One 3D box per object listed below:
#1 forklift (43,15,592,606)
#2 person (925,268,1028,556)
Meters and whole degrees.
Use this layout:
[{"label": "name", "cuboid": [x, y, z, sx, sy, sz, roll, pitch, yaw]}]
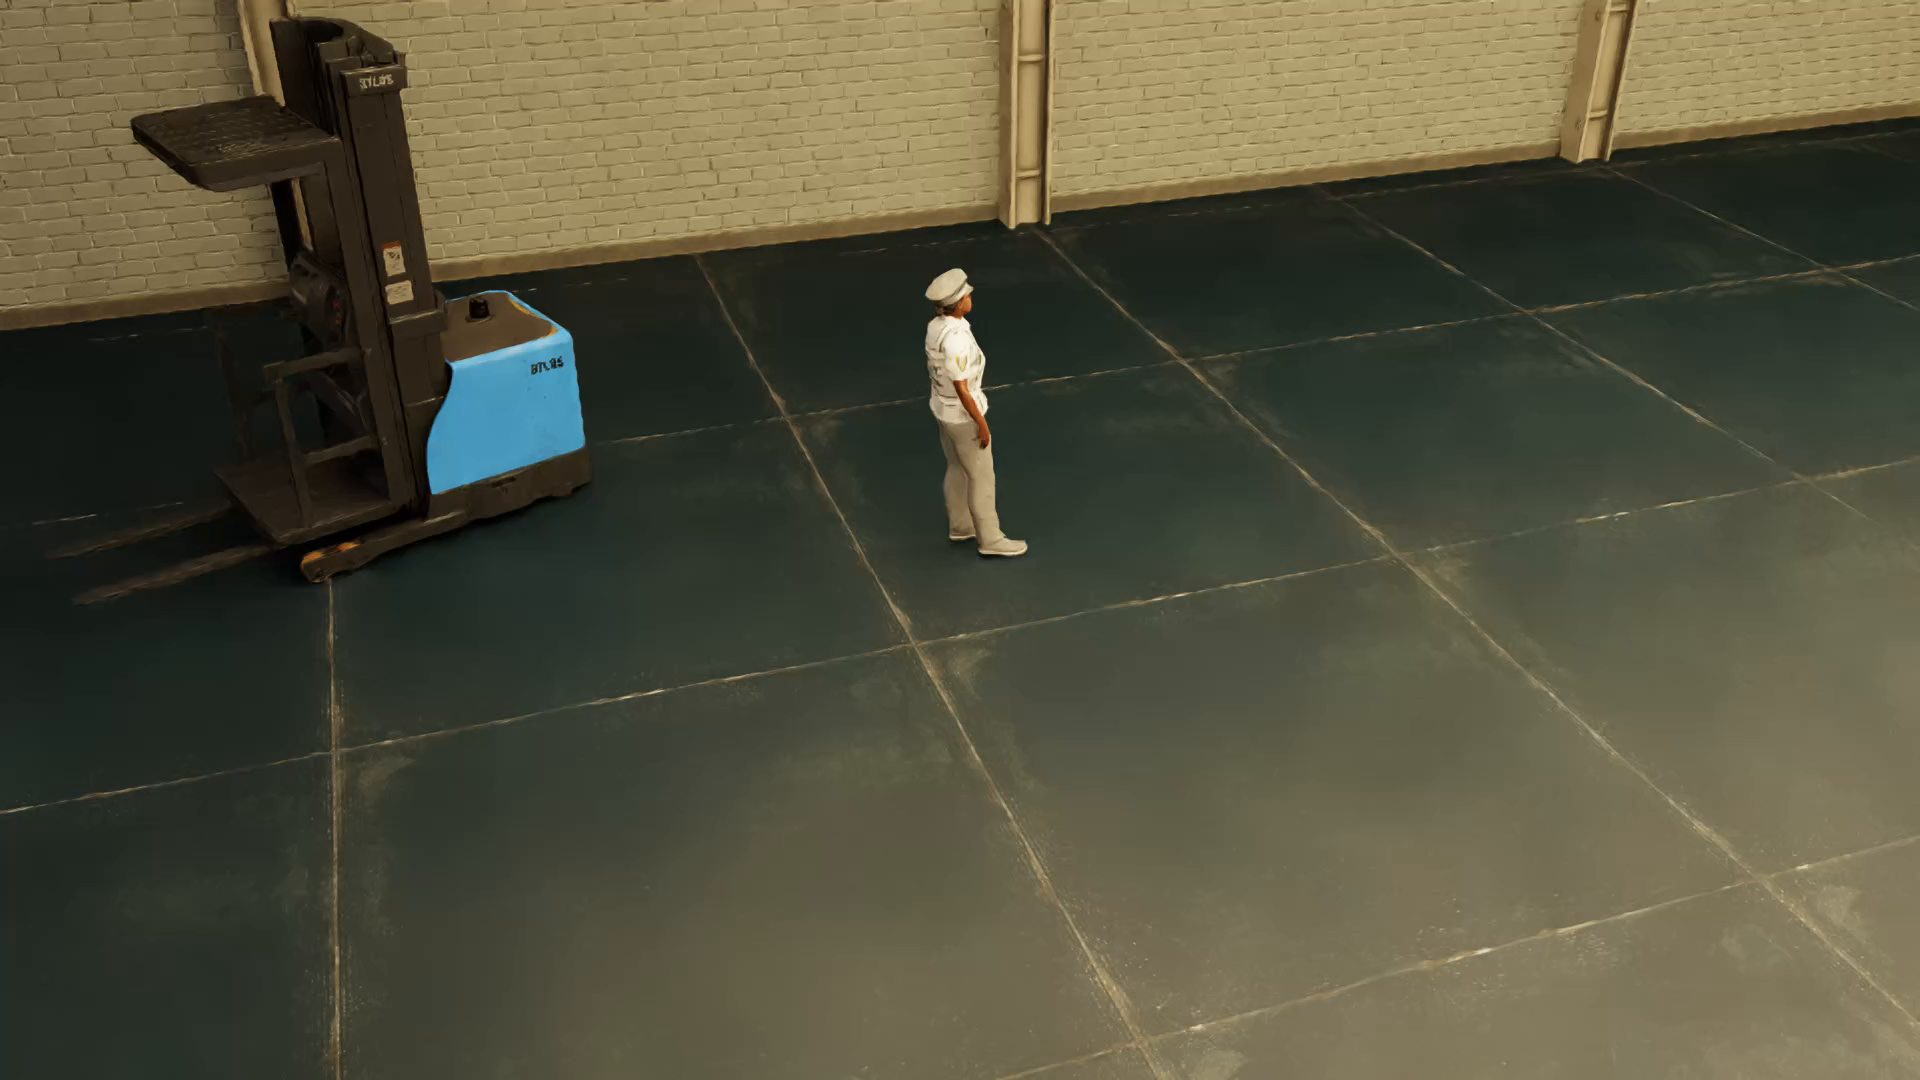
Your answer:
[{"label": "forklift", "cuboid": [-3.807, -1.325, 9.390, 3.031, 2.935, 1.130, -22, 36, -33]}, {"label": "person", "cuboid": [0.077, -0.744, 9.604, 0.529, 1.695, 0.570, -10, 31, -16]}]
